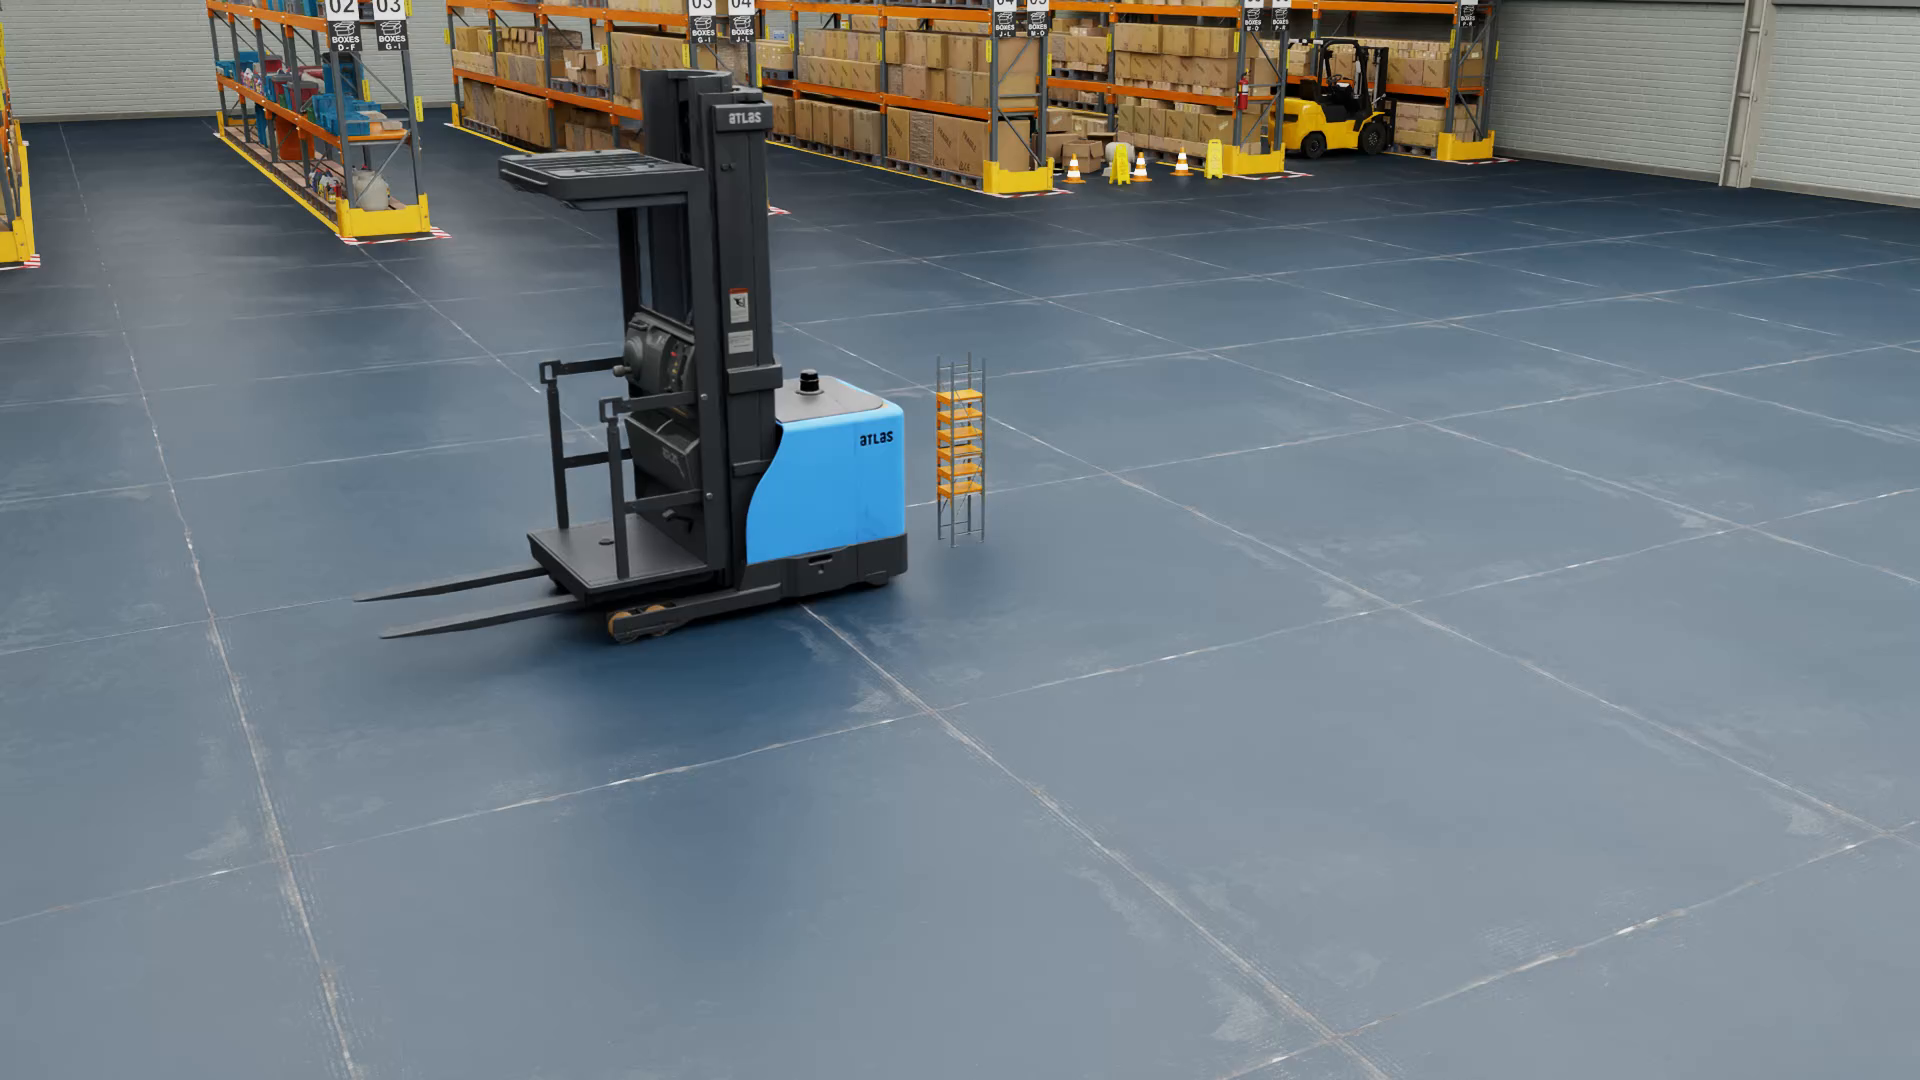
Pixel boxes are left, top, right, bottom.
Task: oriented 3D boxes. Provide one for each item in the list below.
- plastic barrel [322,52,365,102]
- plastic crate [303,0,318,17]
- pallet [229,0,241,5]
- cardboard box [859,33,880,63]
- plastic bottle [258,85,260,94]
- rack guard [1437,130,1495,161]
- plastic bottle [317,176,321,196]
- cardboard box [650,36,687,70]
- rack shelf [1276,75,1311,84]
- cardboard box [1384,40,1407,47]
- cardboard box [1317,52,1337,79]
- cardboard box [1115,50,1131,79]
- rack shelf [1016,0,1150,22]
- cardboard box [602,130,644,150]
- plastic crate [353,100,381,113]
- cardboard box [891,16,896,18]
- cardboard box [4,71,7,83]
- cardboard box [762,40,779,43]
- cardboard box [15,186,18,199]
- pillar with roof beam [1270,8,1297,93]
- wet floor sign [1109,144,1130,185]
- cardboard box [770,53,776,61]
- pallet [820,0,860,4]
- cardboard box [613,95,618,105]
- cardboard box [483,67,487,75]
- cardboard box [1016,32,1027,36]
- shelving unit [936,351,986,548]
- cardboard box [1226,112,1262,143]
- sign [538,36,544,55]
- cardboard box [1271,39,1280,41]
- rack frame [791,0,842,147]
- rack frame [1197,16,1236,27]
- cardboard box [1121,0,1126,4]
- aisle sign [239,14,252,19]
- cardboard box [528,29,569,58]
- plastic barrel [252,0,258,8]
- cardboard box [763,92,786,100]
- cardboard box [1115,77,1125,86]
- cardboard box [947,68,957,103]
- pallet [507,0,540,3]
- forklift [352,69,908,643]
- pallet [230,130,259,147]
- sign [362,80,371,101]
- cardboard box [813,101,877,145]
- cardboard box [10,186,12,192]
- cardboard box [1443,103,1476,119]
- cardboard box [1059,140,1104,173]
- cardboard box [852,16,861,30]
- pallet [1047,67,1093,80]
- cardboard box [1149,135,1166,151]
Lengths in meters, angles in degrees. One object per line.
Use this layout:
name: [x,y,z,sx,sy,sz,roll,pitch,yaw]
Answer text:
plastic barrel: [-9.649,-7.176,26.060,0.600,0.901,0.708,-10,21,-27]
plastic crate: [-9.003,-7.544,23.321,0.392,0.384,0.575,-10,21,-27]
pallet: [-13.073,-10.196,31.273,1.213,0.211,1.003,-10,21,-27]
cardboard box: [-1.447,-9.096,30.708,0.700,0.500,0.500,-10,22,-28]
plastic bottle: [-12.486,-8.071,29.729,0.097,0.201,0.097,0,19,0]
rack guard: [9.626,-7.516,31.647,1.175,0.500,0.348,-10,21,-27]
plastic bottle: [-9.582,-5.301,24.885,0.061,0.283,0.133,-9,21,-24]
cardboard box: [-4.430,-7.467,25.529,0.500,0.500,0.500,-10,21,-27]
rack shelf: [6.765,-10.087,36.369,1.077,0.370,4.000,-10,21,-27]
cardboard box: [8.525,-9.709,32.566,0.380,0.149,0.250,-10,21,-26]
cardboard box: [7.696,-9.733,34.085,0.500,0.500,0.500,-11,22,-28]
cardboard box: [3.312,-9.102,31.800,0.500,0.500,0.500,-10,21,-27]
rack shelf: [2.399,-10.735,33.648,1.077,0.370,4.000,-10,21,-27]
cardboard box: [-5.856,-6.894,29.169,0.700,0.500,0.500,-10,21,-27]
plastic crate: [-8.967,-6.435,24.910,0.499,0.251,0.616,-10,21,-27]
cardboard box: [-1.428,-12.622,39.932,0.380,0.149,0.250,-10,22,-28]
cardboard box: [-18.376,-8.838,31.491,0.500,0.500,0.500,-10,21,-27]
cardboard box: [-4.022,-10.633,35.677,0.380,0.149,0.250,-10,21,-27]
cardboard box: [-14.066,-5.068,24.291,0.500,0.250,0.500,-11,22,-28]
pillar with roof beam: [3.439,-12.936,34.324,9.100,9.000,0.400,-10,21,-27]
wet floor sign: [2.696,-6.325,27.971,0.267,0.644,0.232,-14,24,-36]
cardboard box: [-3.623,-9.804,33.730,0.380,0.149,0.250,-9,21,-25]
pallet: [-1.973,-10.267,31.478,1.003,0.211,1.213,-9,21,-24]
cardboard box: [-5.536,-7.321,27.635,0.380,0.149,0.250,-10,21,-27]
cardboard box: [-9.849,-9.910,35.138,0.380,0.149,0.250,-10,22,-28]
cardboard box: [1.459,-10.453,35.072,0.500,0.500,0.500,-11,22,-28]
shelving unit: [0.007,-0.563,10.424,0.258,1.200,0.189,-10,21,-27]
cardboard box: [5.096,-7.469,30.101,0.500,0.500,0.500,-11,22,-28]
sign: [-7.759,-9.157,30.795,0.100,0.325,0.005,-10,21,-27]
cardboard box: [6.894,-10.856,36.345,0.380,0.149,0.250,-9,21,-25]
rack frame: [-2.859,-9.436,33.378,1.000,3.000,0.127,-10,21,-27]
rack frame: [5.816,-11.001,37.915,1.000,3.000,0.127,-10,21,-27]
cardboard box: [3.280,-10.254,31.535,0.380,0.149,0.250,-10,22,-27]
aisle sign: [-15.207,-11.521,35.435,0.394,0.787,0.004,-10,21,-27]
cardboard box: [-7.912,-9.618,32.214,0.797,0.503,0.637,-9,21,-25]
plastic barrel: [-11.753,-9.263,28.109,0.421,0.512,0.421,0,19,0]
cardboard box: [-3.892,-9.254,34.891,0.500,0.250,0.500,-9,21,-25]
cardboard box: [3.216,-8.824,31.991,0.380,0.149,0.250,-10,21,-27]
cardboard box: [0.288,-7.644,27.956,0.875,0.550,0.550,-10,21,-27]
pallet: [-8.158,-10.522,32.218,1.003,0.211,1.213,-9,21,-24]
forklift: [-1.838,-1.023,9.104,3.031,2.935,1.130,-11,22,-29]
pallet: [-14.497,-8.315,34.405,1.003,0.211,1.213,-10,21,-27]
sign: [-9.242,-6.994,25.877,0.100,0.325,0.005,-10,21,-27]
cardboard box: [-2.231,-8.132,32.403,1.050,0.750,0.750,-10,21,-26]
cardboard box: [-13.453,-5.023,23.013,0.500,0.500,0.500,-10,21,-27]
cardboard box: [9.553,-8.244,31.961,0.500,0.250,0.500,-10,22,-27]
cardboard box: [2.186,-6.867,29.760,0.637,0.503,0.797,7,20,20]
cardboard box: [-2.373,-12.866,41.633,0.500,0.500,0.500,-11,22,-28]
pallet: [2.425,-9.579,34.087,1.003,0.211,1.213,-10,21,-27]
cardboard box: [3.909,-7.467,31.245,0.500,0.250,0.500,-10,22,-27]
